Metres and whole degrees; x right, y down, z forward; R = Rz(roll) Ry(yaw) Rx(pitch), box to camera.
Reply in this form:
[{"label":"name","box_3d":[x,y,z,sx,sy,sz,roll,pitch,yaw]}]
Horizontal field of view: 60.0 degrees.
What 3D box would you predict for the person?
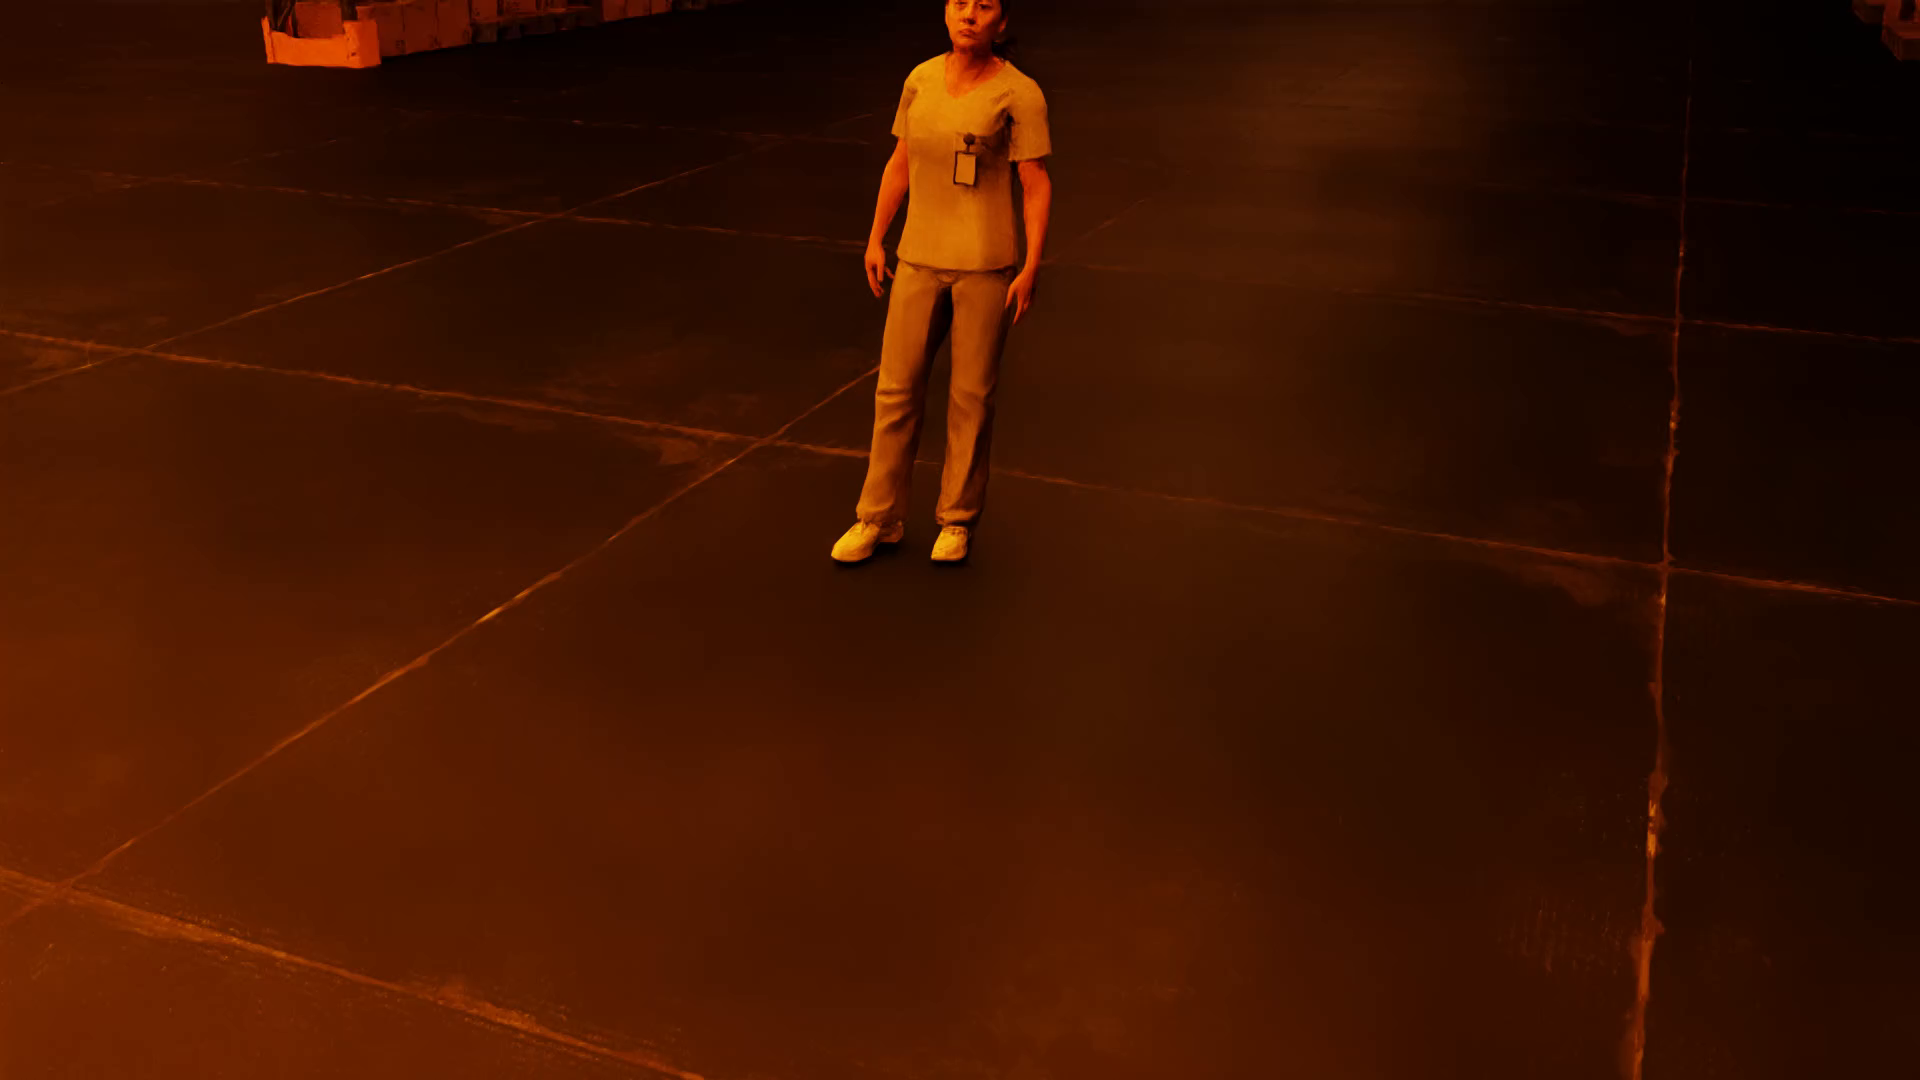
[{"label":"person","box_3d":[-0.040,-0.755,4.709,0.550,1.674,0.548,9,24,21]}]
